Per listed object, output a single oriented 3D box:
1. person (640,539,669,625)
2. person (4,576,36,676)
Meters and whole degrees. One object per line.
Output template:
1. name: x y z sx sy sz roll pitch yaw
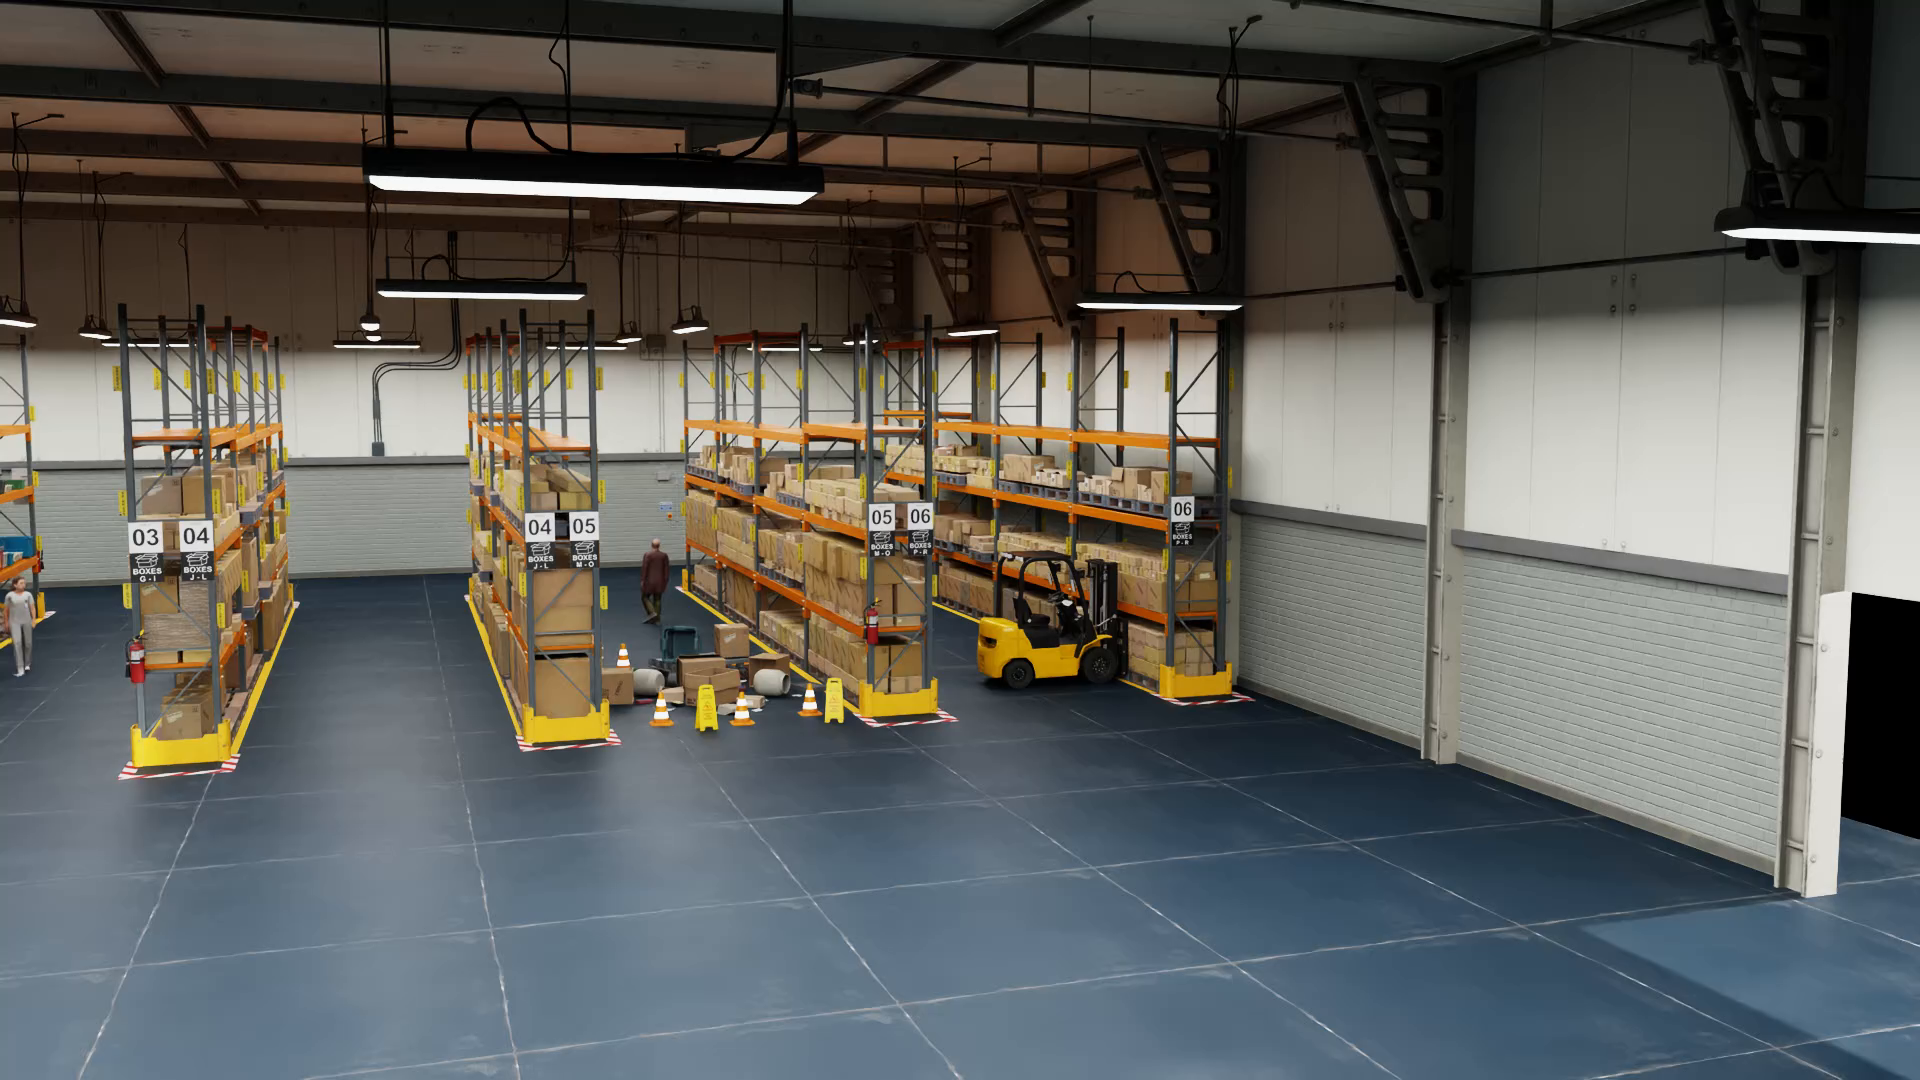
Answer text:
1. person: -6.276 0.875 34.214 0.626 1.755 0.542 -3 6 -27
2. person: -16.174 1.468 28.696 0.469 1.663 0.762 -5 7 -43
